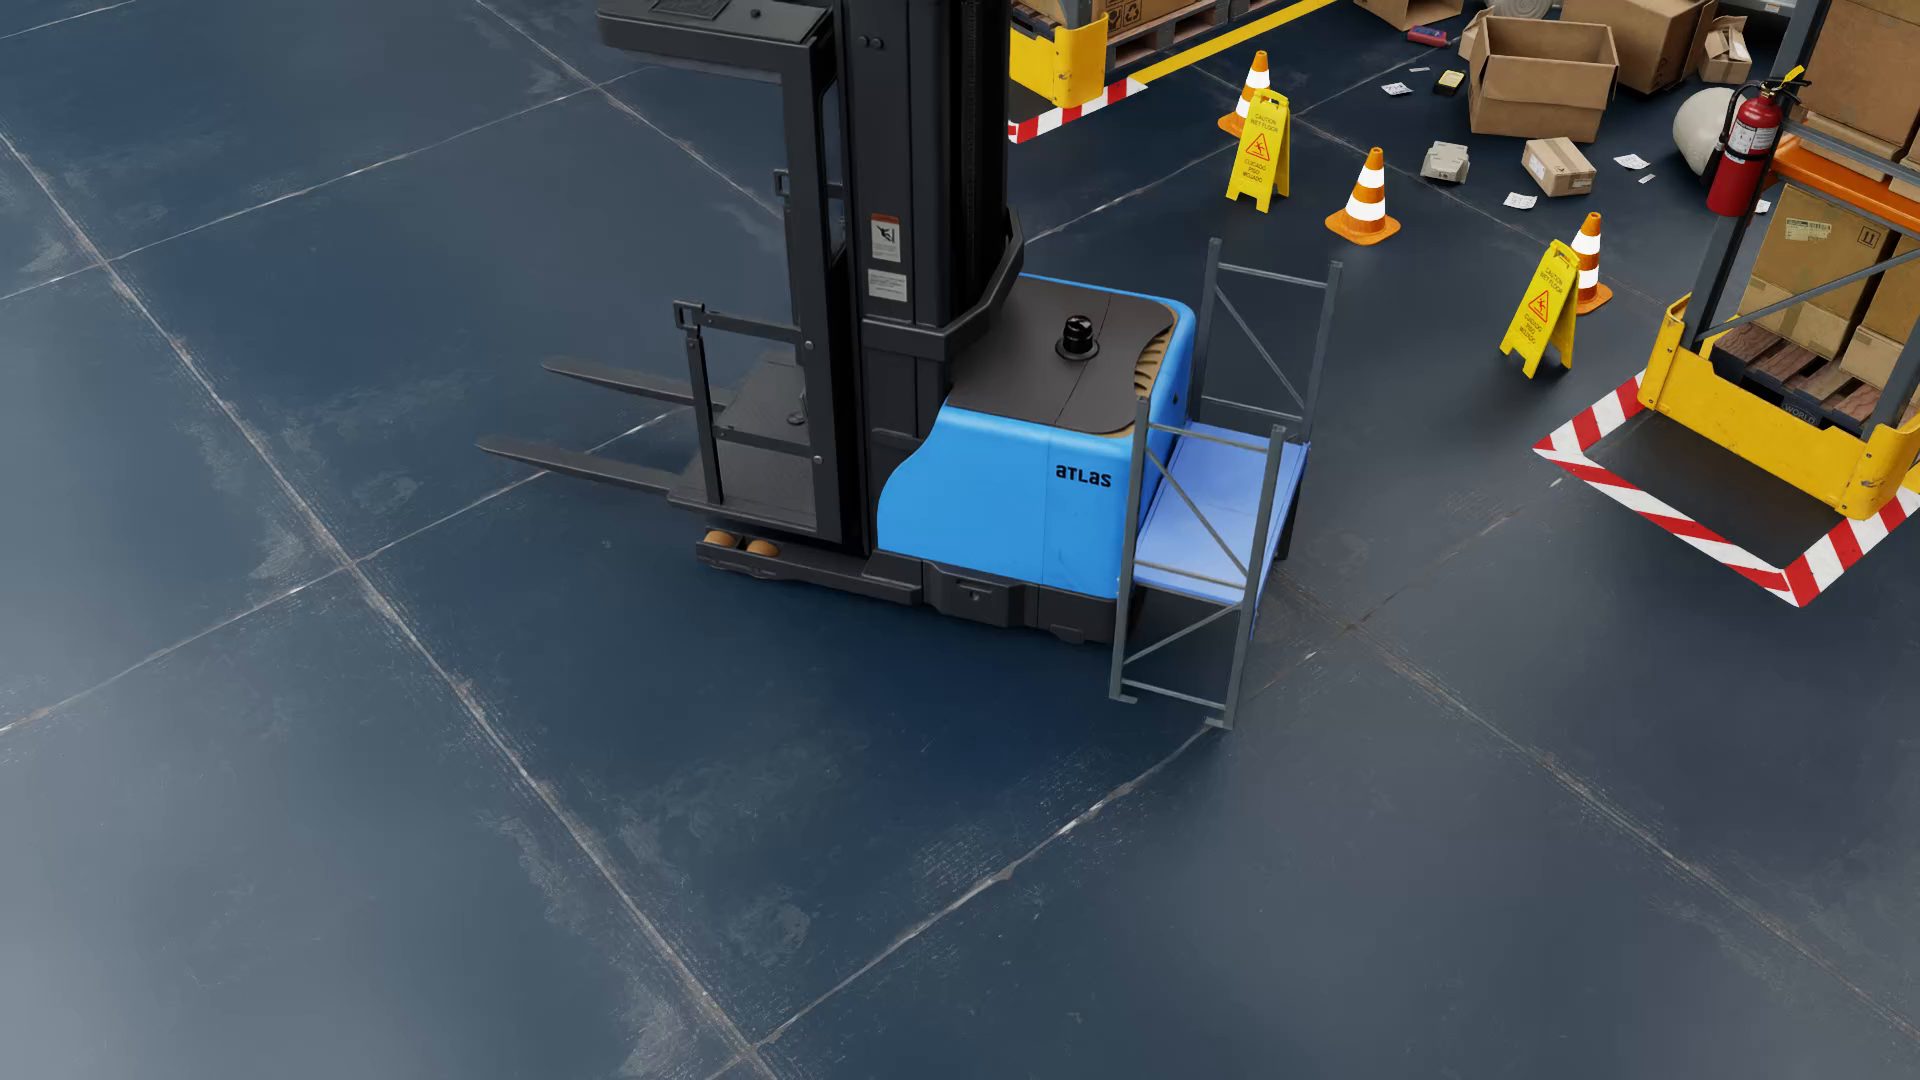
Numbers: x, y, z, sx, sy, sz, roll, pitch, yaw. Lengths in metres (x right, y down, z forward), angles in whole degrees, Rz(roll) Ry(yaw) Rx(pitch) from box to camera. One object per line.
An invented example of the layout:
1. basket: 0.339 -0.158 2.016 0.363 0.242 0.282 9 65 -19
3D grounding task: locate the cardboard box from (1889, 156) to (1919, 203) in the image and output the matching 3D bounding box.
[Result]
1. cardboard box: 4.061 -1.458 6.795 0.250 0.149 0.380 -30 51 -28

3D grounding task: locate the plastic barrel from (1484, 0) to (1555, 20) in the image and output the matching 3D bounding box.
1. plastic barrel: 3.596 -3.578 10.751 0.421 0.421 0.512 0 43 0

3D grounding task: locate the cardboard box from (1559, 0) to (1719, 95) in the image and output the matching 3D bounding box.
1. cardboard box: 4.103 -3.165 10.153 0.503 0.637 0.797 -30 51 -28

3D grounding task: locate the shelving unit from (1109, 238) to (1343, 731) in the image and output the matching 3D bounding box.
1. shelving unit: 1.003 -0.199 6.367 0.538 1.500 1.048 14 45 14

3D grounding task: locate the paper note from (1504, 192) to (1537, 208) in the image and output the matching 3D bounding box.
1. paper note: 3.116 -1.888 9.237 0.148 0.019 0.142 22 47 21

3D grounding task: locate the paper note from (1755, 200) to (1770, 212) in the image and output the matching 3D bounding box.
1. paper note: 4.405 -1.862 9.210 0.142 0.019 0.148 22 47 21

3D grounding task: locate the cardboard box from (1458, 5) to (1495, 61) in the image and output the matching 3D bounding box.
1. cardboard box: 3.346 -3.102 10.359 0.258 0.266 0.396 -21 47 -21

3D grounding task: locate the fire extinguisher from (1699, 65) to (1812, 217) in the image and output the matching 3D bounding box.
1. fire extinguisher: 3.284 -1.673 6.897 0.183 0.674 0.296 -30 51 -28

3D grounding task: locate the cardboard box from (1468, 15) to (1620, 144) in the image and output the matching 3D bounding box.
1. cardboard box: 3.391 -2.700 9.758 0.797 0.503 0.637 7 44 7

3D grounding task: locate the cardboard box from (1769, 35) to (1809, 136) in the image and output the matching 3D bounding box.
1. cardboard box: 5.041 -2.600 9.651 0.500 0.500 0.500 0 43 0

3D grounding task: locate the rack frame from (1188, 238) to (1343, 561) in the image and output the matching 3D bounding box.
1. rack frame: 1.177 -0.527 6.715 0.500 1.500 0.032 14 45 14

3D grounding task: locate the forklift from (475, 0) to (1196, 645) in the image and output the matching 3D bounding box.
1. forklift: -0.610 -1.234 6.423 3.031 2.935 1.130 12 45 13

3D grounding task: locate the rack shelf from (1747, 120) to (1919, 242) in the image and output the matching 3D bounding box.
1. rack shelf: 5.202 -2.126 7.848 4.000 0.370 1.077 -30 51 -28

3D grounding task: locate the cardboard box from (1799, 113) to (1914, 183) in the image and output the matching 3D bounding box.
1. cardboard box: 3.817 -1.694 7.046 0.250 0.149 0.380 -28 50 -27

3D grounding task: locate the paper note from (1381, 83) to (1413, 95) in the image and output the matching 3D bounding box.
1. paper note: 2.674 -2.760 10.168 0.142 0.017 0.144 -14 45 -14

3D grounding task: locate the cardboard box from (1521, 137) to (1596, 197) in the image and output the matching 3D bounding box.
1. cardboard box: 3.376 -2.106 9.384 0.250 0.149 0.380 -7 44 -7

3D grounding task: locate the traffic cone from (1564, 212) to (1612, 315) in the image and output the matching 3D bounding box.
1. traffic cone: 3.170 -1.451 8.457 0.334 0.463 0.336 -30 51 -28

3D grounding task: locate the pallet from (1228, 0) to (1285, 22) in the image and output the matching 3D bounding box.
1. pallet: 1.913 -3.973 11.326 1.213 0.211 1.003 -30 51 -28

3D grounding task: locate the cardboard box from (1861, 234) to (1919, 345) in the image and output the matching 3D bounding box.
1. cardboard box: 4.482 -1.153 7.441 0.500 0.500 0.500 -32 52 -29

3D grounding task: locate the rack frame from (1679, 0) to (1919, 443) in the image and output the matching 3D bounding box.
1. rack frame: 3.668 -1.509 6.666 0.127 3.000 1.000 -30 51 -28

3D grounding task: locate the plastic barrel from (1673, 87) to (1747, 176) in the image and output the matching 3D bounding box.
1. plastic barrel: 4.281 -2.272 9.360 0.421 0.421 0.512 0 43 0

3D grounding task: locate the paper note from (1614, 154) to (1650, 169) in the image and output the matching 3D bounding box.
1. paper note: 3.863 -2.178 9.555 0.142 0.019 0.148 -14 45 -14

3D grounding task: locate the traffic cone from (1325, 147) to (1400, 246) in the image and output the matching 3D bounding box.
1. traffic cone: 2.197 -1.884 8.918 0.334 0.463 0.336 -30 51 -28

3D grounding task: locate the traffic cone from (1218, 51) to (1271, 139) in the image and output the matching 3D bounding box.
1. traffic cone: 1.733 -2.627 9.709 0.334 0.463 0.336 -30 51 -28

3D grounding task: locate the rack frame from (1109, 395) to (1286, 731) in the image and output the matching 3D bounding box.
1. rack frame: 0.830 0.128 6.018 0.500 1.500 0.032 14 45 14

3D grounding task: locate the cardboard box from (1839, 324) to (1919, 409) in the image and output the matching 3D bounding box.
1. cardboard box: 4.464 -0.869 7.686 0.500 0.250 0.500 -30 51 -28

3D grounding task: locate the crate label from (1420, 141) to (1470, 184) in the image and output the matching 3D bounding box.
1. crate label: 2.760 -2.144 9.432 0.250 0.136 0.298 14 45 15

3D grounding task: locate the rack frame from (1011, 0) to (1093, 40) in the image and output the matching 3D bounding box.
1. rack frame: 0.414 -4.064 9.386 0.127 3.000 1.000 -30 51 -28

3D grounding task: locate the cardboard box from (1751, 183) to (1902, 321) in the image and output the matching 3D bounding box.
1. cardboard box: 4.115 -1.422 7.727 0.500 0.500 0.500 -29 51 -28

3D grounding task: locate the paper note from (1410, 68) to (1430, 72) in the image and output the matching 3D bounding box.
1. paper note: 2.866 -2.932 10.365 0.123 0.001 0.032 -7 44 -7

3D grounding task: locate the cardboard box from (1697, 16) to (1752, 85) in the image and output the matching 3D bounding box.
1. cardboard box: 4.734 -3.039 10.292 0.258 0.266 0.396 7 44 7

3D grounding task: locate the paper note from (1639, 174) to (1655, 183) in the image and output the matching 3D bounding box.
1. paper note: 3.894 -2.048 9.424 0.123 0.001 0.032 -30 51 -28

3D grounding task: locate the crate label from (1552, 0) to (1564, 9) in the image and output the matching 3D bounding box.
1. crate label: 3.997 -3.643 11.029 0.298 0.136 0.250 7 44 7

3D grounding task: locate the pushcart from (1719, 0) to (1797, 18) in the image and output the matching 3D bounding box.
1. pushcart: 5.235 -3.486 10.686 1.648 0.377 0.936 22 47 21

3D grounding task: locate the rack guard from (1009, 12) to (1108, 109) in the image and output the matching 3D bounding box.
1. rack guard: 0.396 -3.143 10.231 0.348 0.500 1.175 -30 51 -28

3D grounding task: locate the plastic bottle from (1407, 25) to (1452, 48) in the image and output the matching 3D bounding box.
1. plastic bottle: 3.014 -3.212 10.625 0.283 0.061 0.133 22 47 21

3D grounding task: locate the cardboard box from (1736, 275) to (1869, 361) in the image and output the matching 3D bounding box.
1. cardboard box: 4.133 -1.167 8.003 0.500 0.250 0.500 -30 51 -28

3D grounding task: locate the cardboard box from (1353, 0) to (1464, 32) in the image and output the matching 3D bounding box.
1. cardboard box: 2.950 -3.690 10.812 0.500 0.500 0.500 -21 47 -21

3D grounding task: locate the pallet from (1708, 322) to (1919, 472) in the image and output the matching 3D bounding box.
1. pallet: 4.372 -0.865 8.016 1.213 0.211 1.003 -30 51 -28

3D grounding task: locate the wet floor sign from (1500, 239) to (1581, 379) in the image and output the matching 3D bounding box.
1. wet floor sign: 2.835 -1.130 7.981 0.232 0.644 0.267 -14 45 -14

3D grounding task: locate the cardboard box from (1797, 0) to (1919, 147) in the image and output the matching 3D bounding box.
1. cardboard box: 3.907 -2.037 6.938 0.500 0.500 0.500 -31 51 -29

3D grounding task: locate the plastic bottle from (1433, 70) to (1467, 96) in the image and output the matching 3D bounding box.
1. plastic bottle: 3.015 -2.821 10.209 0.133 0.061 0.283 22 47 21

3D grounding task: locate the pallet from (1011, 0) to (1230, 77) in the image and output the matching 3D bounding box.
1. pallet: 0.977 -3.440 10.759 1.213 0.211 1.003 -30 51 -28

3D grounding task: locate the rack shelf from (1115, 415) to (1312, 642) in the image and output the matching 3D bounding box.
1. rack shelf: 1.003 -0.068 6.490 0.538 0.185 1.000 14 45 14

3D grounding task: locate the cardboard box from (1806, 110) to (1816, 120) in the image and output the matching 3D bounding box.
1. cardboard box: 3.940 -1.864 7.227 0.250 0.149 0.380 -30 51 -28

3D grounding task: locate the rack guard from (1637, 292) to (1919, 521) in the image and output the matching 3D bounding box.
1. rack guard: 3.726 -0.632 7.557 0.348 0.500 1.175 -30 51 -28

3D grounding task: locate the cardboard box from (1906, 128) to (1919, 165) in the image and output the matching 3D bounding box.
1. cardboard box: 4.209 -1.717 6.596 0.500 0.500 0.500 -31 51 -28

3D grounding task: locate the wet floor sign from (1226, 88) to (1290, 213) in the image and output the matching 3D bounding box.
1. wet floor sign: 1.662 -2.154 9.072 0.267 0.644 0.232 30 51 28

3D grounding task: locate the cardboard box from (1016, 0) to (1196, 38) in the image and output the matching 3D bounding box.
1. cardboard box: 0.892 -3.775 10.324 0.875 0.875 0.875 -29 51 -28
